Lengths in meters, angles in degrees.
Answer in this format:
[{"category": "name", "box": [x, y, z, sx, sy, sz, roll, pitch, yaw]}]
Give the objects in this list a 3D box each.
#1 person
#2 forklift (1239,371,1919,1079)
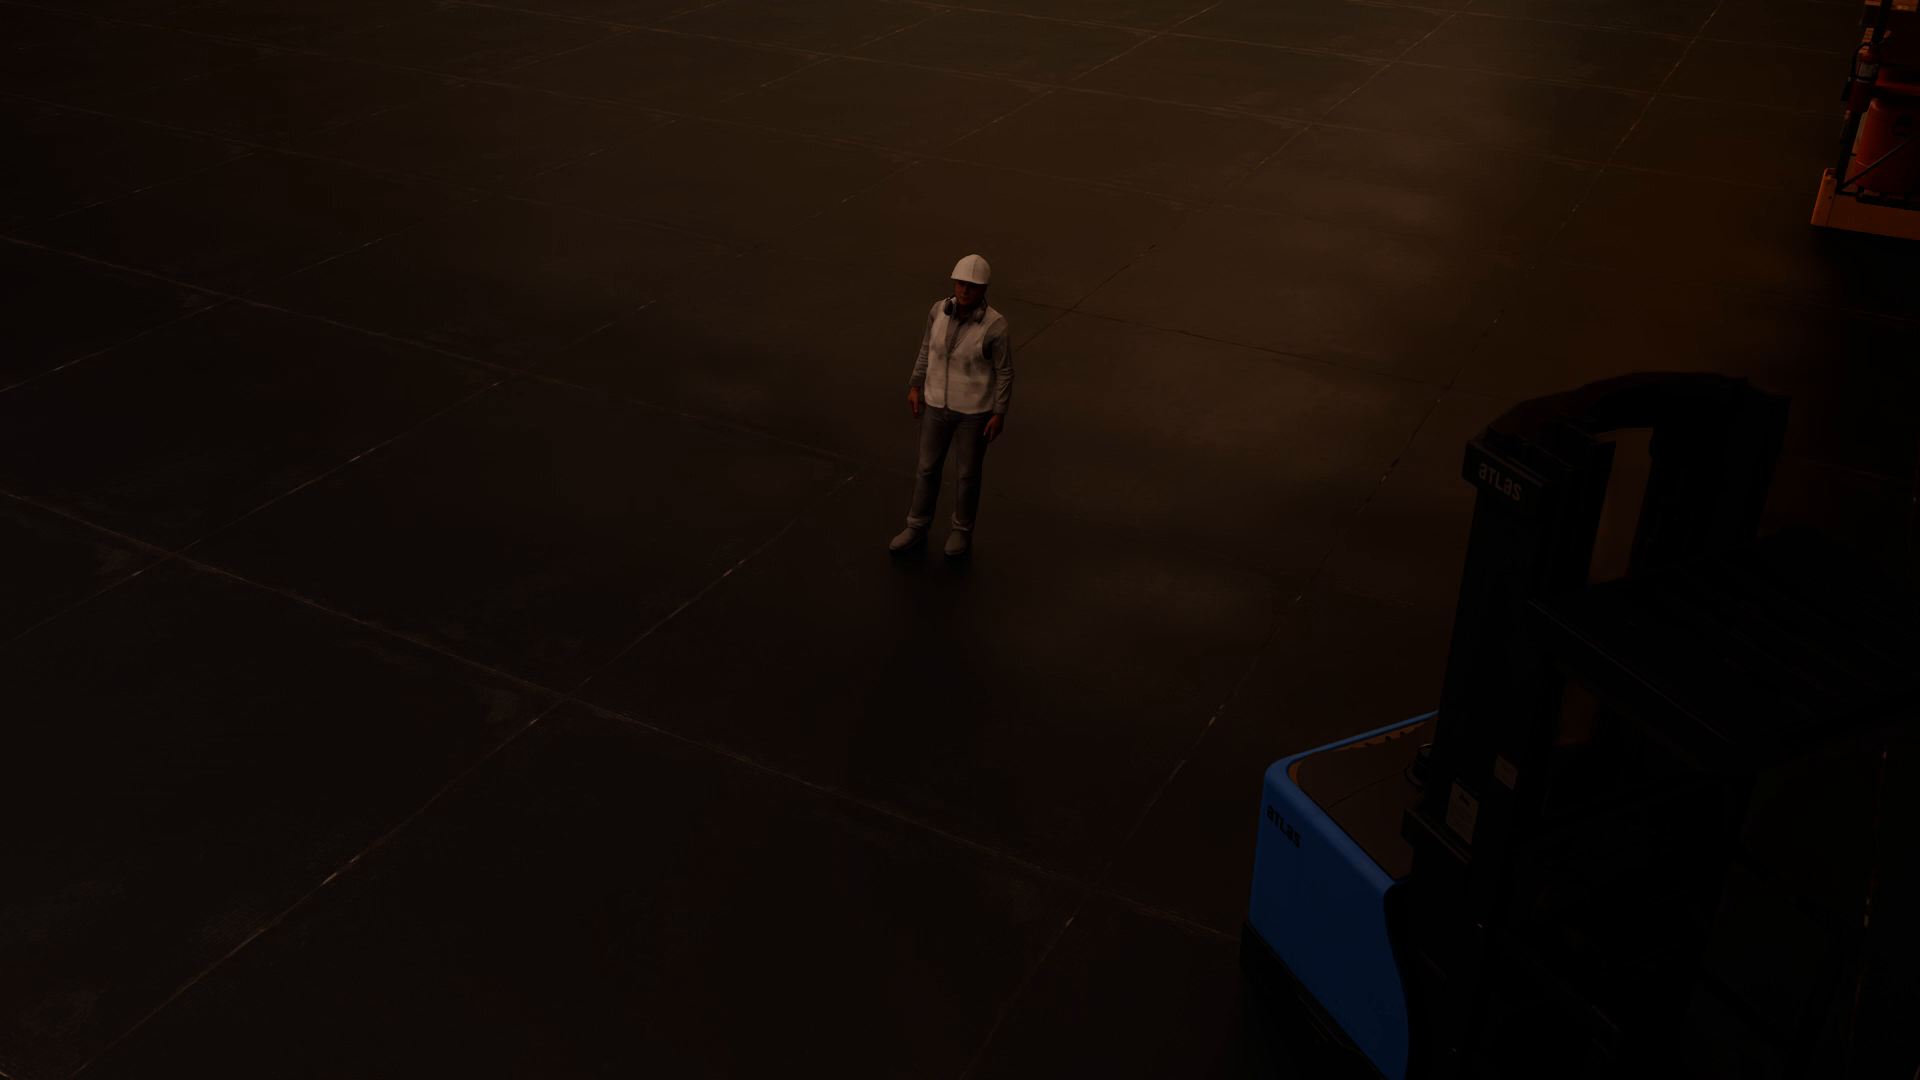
[{"category": "person", "box": [-0.037, -0.749, 9.511, 0.633, 1.775, 0.566, 15, 33, 25]}, {"category": "forklift", "box": [2.232, 1.082, 5.196, 1.130, 2.935, 3.031, -13, 33, -22]}]
